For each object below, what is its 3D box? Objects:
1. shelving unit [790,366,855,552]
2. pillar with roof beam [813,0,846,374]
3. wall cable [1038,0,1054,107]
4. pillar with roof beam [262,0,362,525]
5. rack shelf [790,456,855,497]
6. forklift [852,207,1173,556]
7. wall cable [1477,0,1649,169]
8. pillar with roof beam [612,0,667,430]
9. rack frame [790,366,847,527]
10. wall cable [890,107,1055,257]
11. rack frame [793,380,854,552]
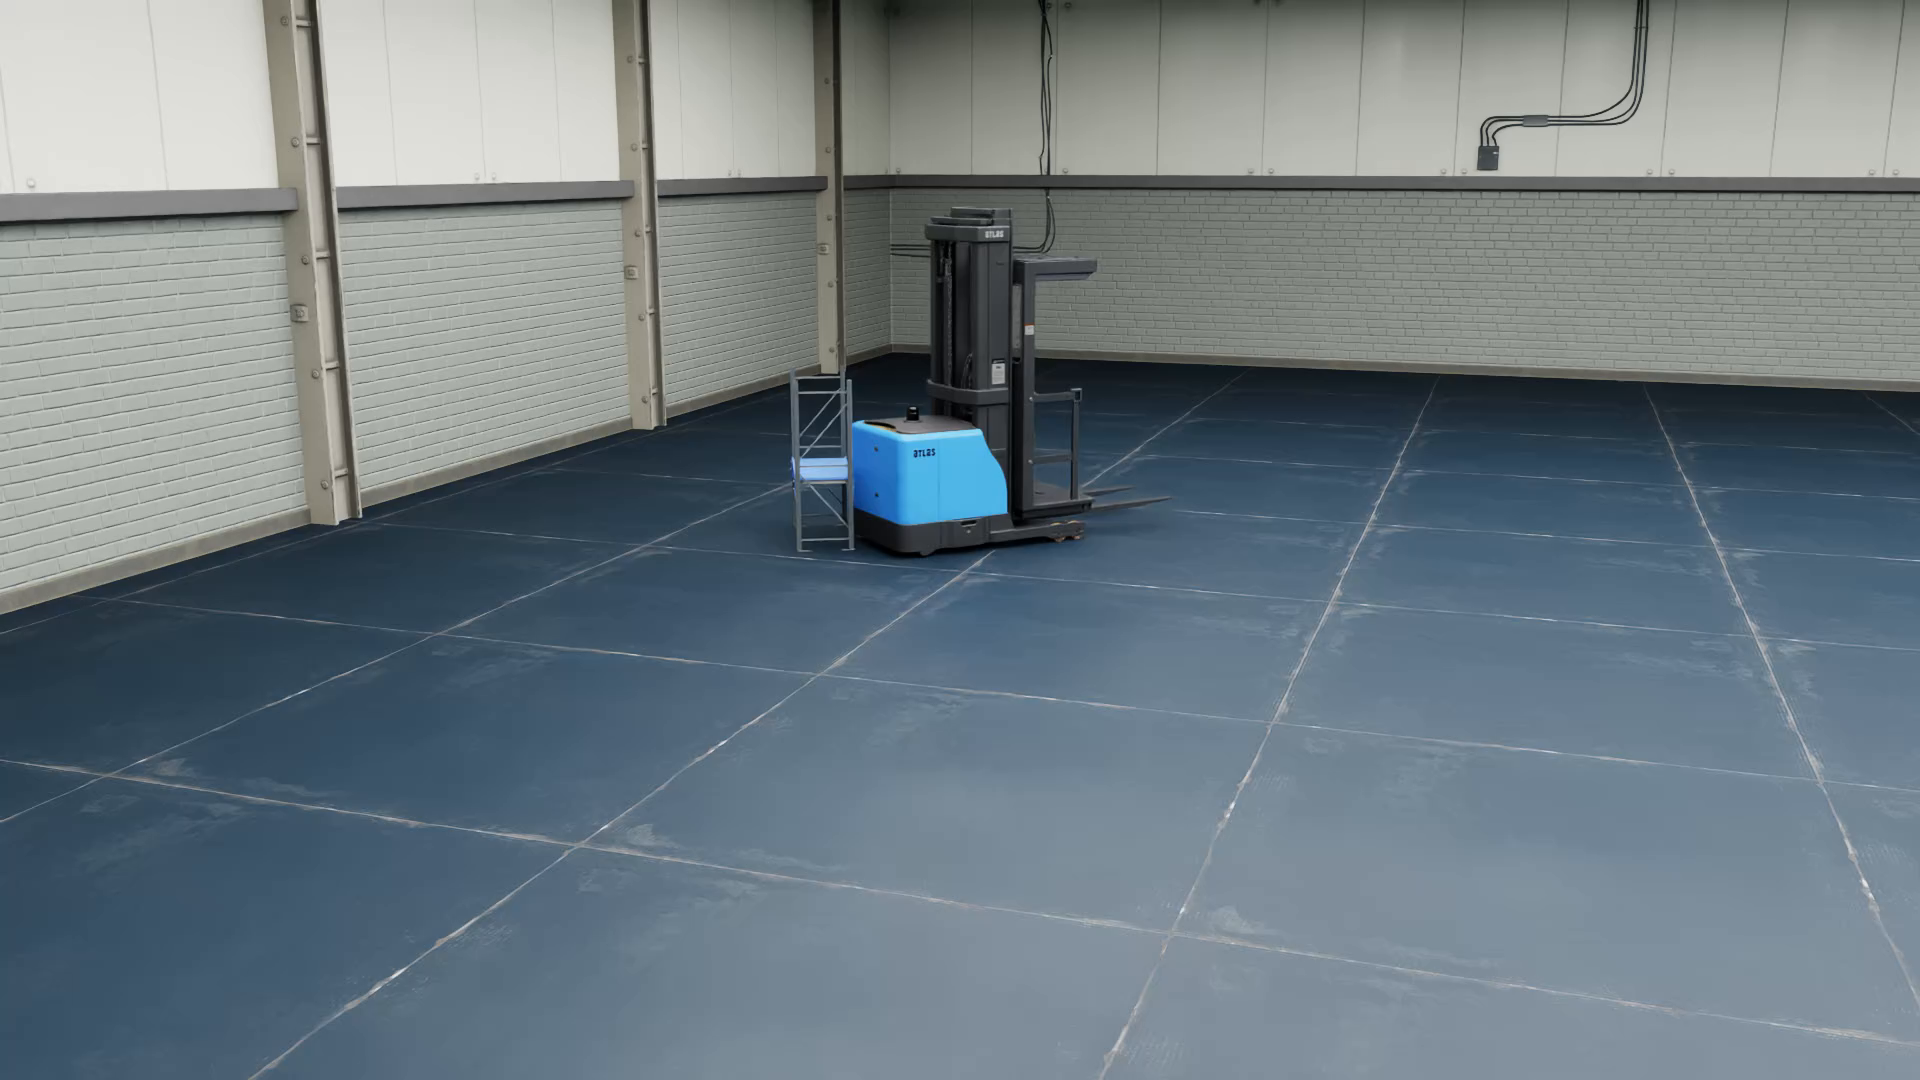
[{"bbox_3d":[-1.243,-0.747,14.892,0.538,1.500,1.048,-2,13,-7],"label":"shelving unit"},{"bbox_3d":[2.016,-6.795,24.534,9.100,9.000,0.400,4,14,18],"label":"pillar with roof beam"},{"bbox_3d":[2.707,-8.383,27.123,3.097,2.526,0.112,4,14,18],"label":"wall cable"},{"bbox_3d":[-1.866,-4.268,13.464,9.100,9.000,0.400,4,14,18],"label":"pillar with roof beam"},{"bbox_3d":[-1.243,-0.572,14.932,0.538,0.185,1.000,-2,13,-7],"label":"rack shelf"},{"bbox_3d":[0.549,-1.512,15.026,3.031,2.935,1.130,-7,15,-29],"label":"forklift"},{"bbox_3d":[9.125,-8.601,24.805,2.305,6.003,0.169,4,14,18],"label":"wall cable"},{"bbox_3d":[0.075,-5.531,18.999,9.100,9.000,0.400,4,14,18],"label":"pillar with roof beam"},{"bbox_3d":[-1.305,-0.860,15.384,0.500,1.500,0.032,-2,13,-7],"label":"rack frame"},{"bbox_3d":[0.147,-6.116,28.538,3.097,2.526,0.112,4,14,18],"label":"wall cable"},{"bbox_3d":[-1.180,-0.635,14.401,0.500,1.500,0.032,-2,13,-7],"label":"rack frame"}]
